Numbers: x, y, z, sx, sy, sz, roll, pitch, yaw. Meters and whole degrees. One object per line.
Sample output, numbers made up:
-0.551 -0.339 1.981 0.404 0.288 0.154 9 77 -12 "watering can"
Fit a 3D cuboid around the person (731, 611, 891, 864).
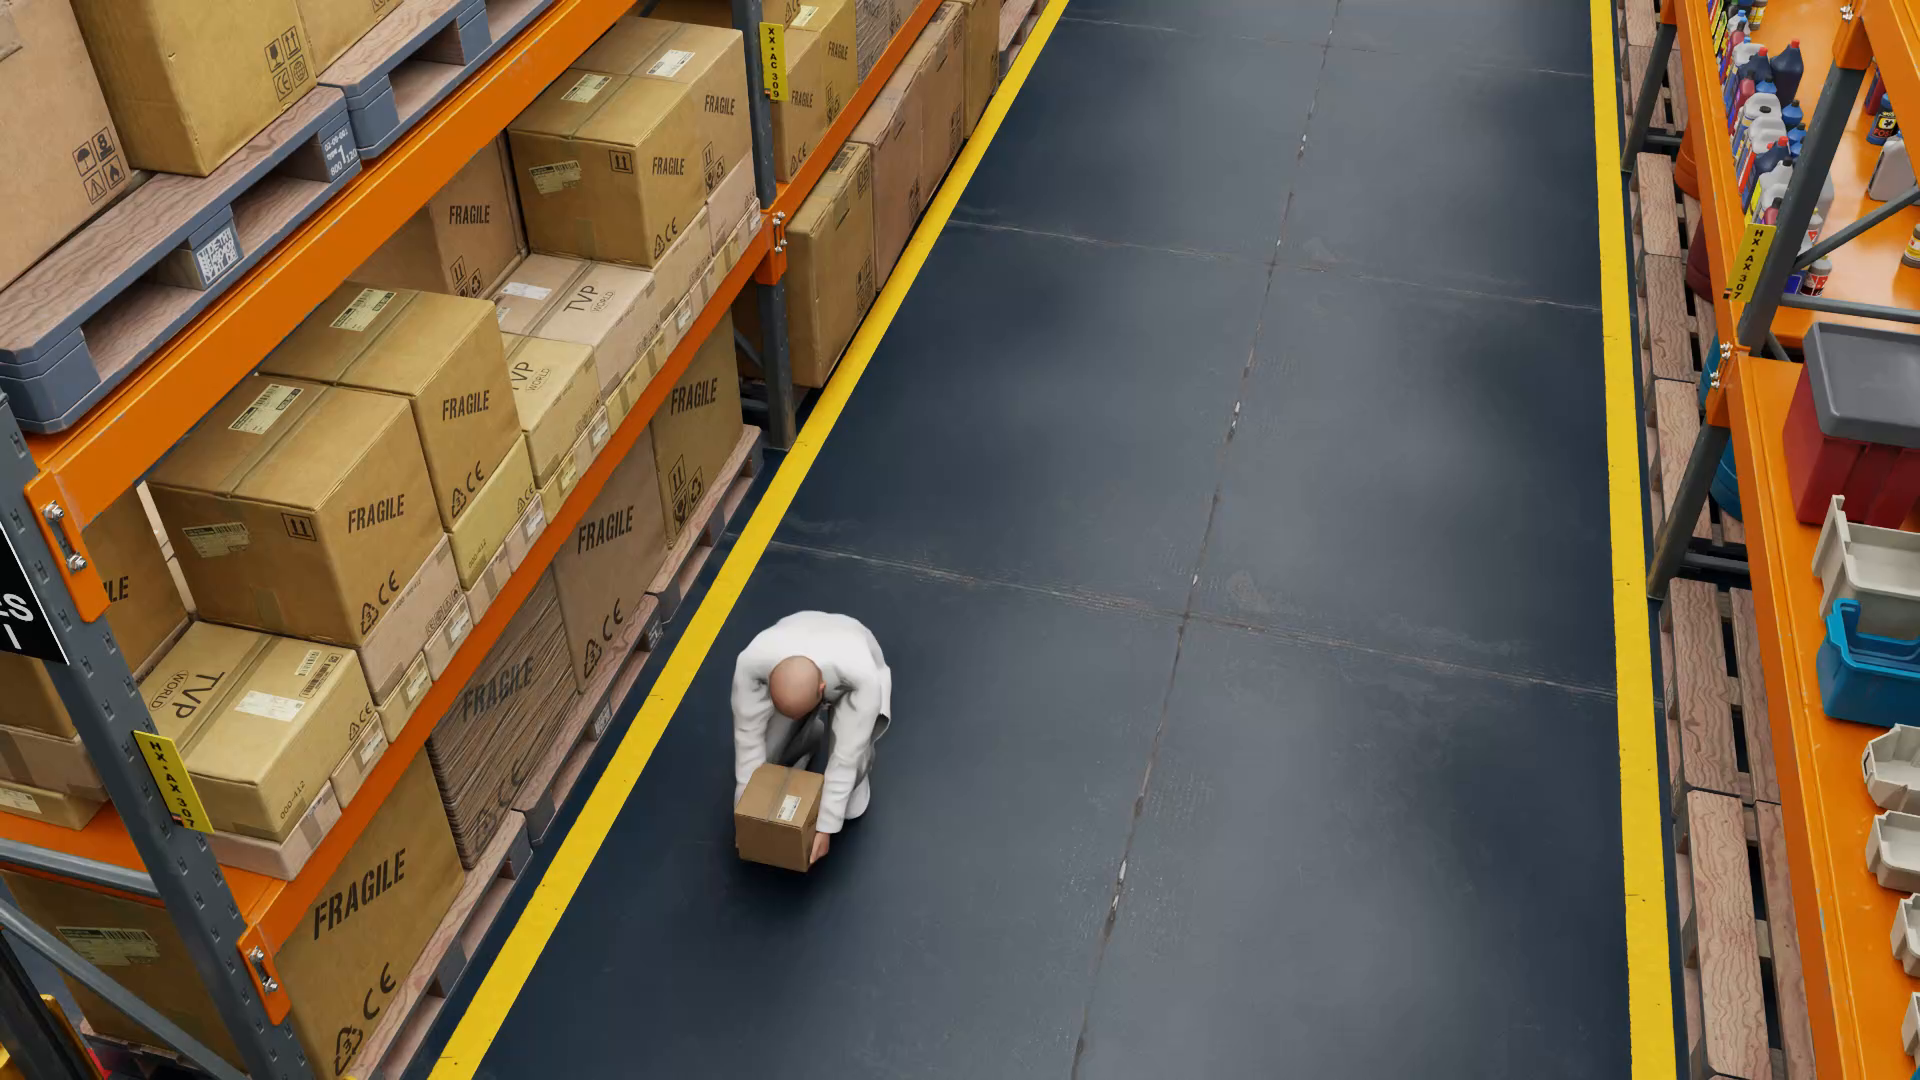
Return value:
-0.544 0.633 6.043 0.582 0.986 0.925 9 41 11 "person"
